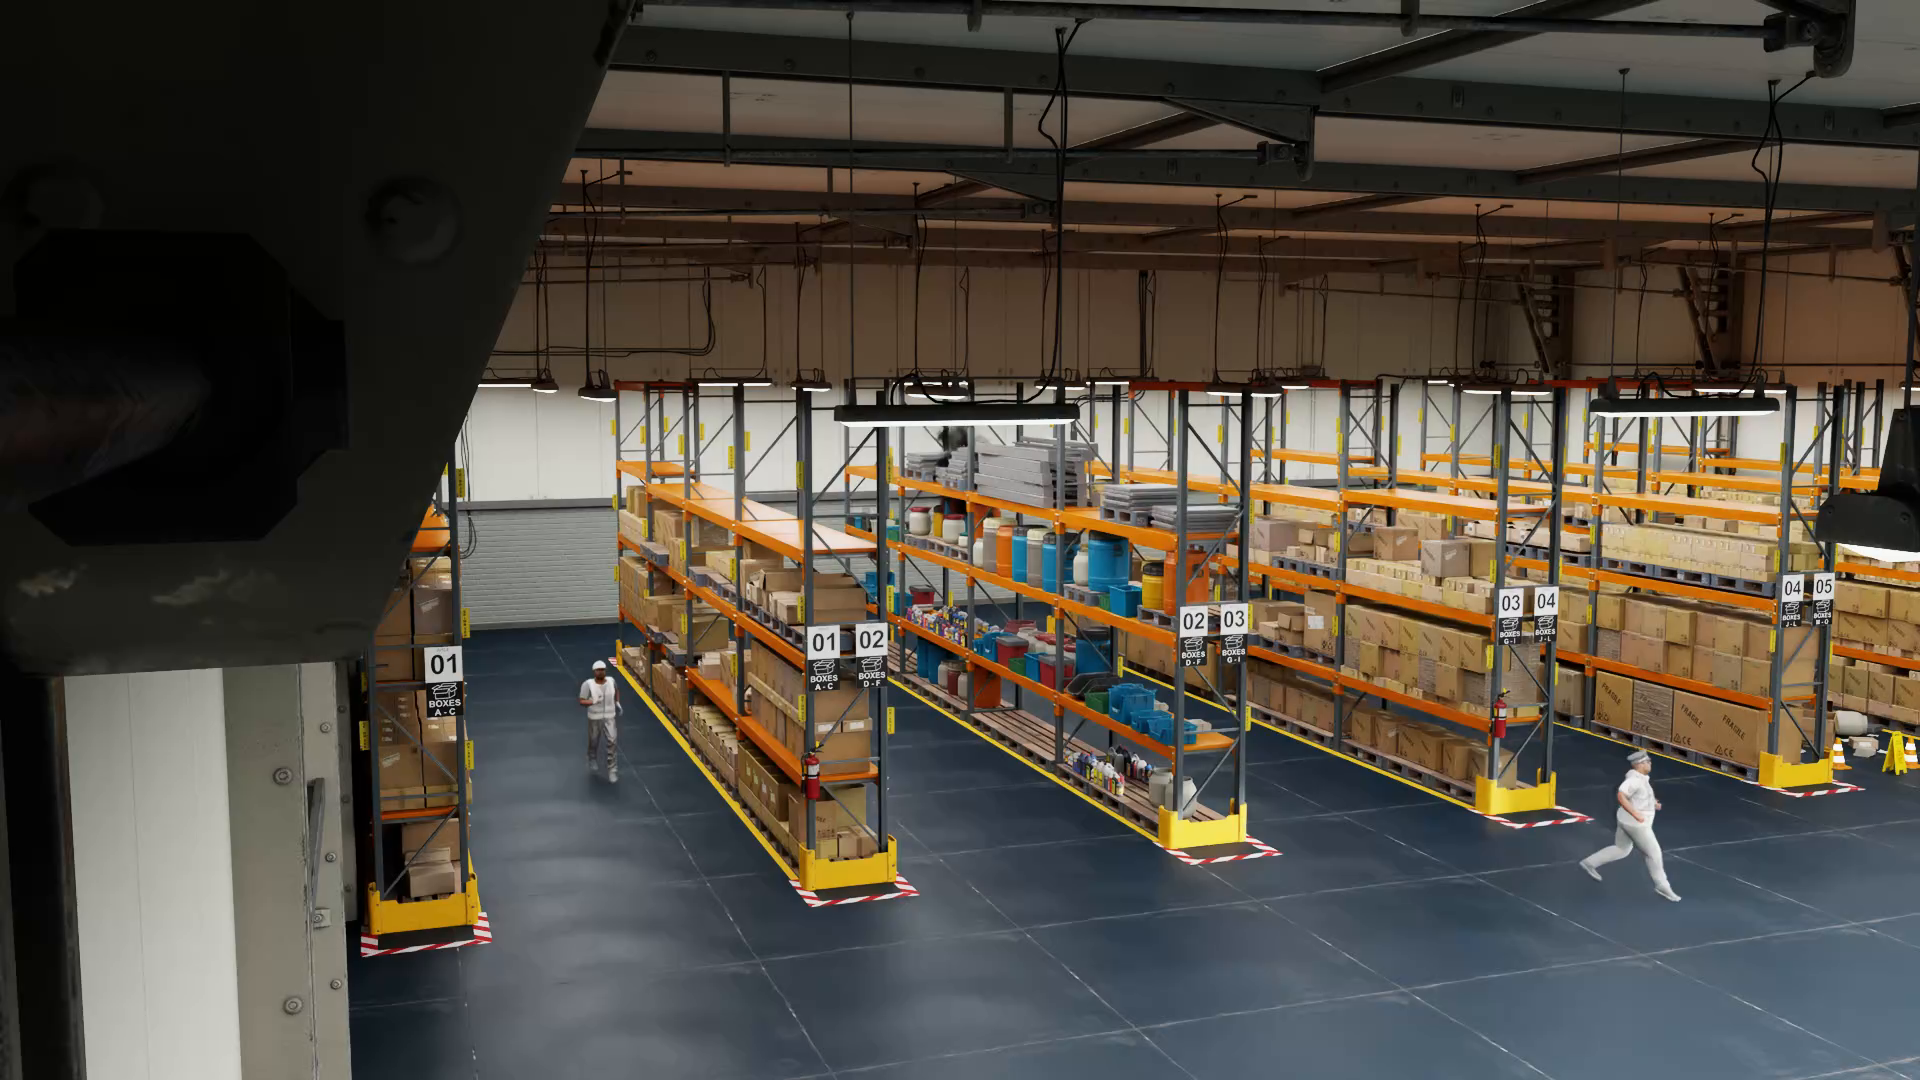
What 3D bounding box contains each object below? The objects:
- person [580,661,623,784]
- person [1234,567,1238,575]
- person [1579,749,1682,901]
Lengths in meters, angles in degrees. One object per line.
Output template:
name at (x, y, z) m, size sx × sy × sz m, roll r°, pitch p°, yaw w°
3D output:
person at (-5.480, 2.740, 25.405) m, size 0.672 × 1.814 × 0.903 m, roll -3°, pitch 7°, yaw -24°
person at (6.956, 1.156, 40.980) m, size 0.928 × 1.801 × 0.746 m, roll -3°, pitch 7°, yaw -29°
person at (8.007, 3.370, 19.820) m, size 1.139 × 1.808 × 0.628 m, roll 1°, pitch 6°, yaw 7°
